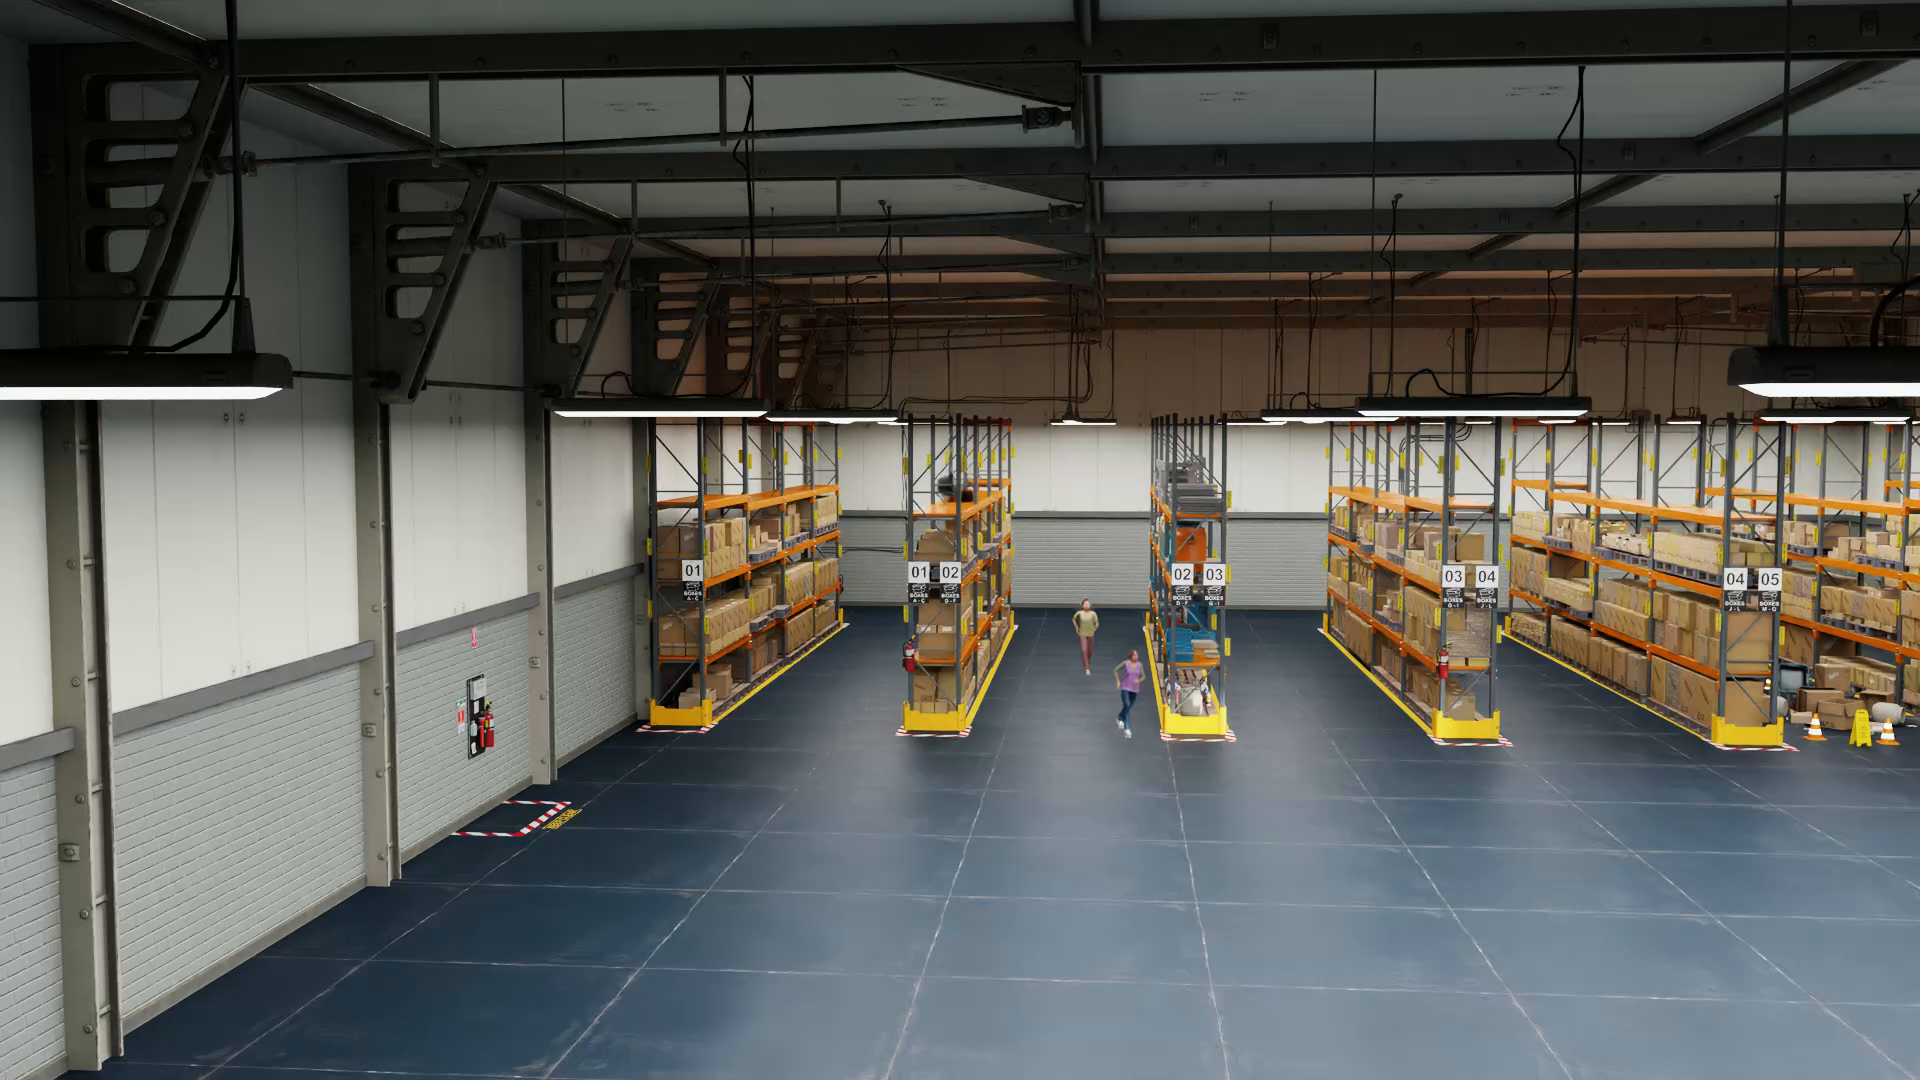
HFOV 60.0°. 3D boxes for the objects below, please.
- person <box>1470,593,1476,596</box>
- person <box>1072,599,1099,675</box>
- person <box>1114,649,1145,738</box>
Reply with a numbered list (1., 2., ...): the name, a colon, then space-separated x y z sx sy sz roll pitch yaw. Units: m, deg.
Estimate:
1. person: 13.650 1.868 43.633 0.700 1.769 0.977 1 4 10
2. person: 2.812 2.139 37.048 0.579 1.651 0.799 0 4 -4
3. person: 3.187 2.835 31.125 0.551 1.610 0.846 -1 4 -16
